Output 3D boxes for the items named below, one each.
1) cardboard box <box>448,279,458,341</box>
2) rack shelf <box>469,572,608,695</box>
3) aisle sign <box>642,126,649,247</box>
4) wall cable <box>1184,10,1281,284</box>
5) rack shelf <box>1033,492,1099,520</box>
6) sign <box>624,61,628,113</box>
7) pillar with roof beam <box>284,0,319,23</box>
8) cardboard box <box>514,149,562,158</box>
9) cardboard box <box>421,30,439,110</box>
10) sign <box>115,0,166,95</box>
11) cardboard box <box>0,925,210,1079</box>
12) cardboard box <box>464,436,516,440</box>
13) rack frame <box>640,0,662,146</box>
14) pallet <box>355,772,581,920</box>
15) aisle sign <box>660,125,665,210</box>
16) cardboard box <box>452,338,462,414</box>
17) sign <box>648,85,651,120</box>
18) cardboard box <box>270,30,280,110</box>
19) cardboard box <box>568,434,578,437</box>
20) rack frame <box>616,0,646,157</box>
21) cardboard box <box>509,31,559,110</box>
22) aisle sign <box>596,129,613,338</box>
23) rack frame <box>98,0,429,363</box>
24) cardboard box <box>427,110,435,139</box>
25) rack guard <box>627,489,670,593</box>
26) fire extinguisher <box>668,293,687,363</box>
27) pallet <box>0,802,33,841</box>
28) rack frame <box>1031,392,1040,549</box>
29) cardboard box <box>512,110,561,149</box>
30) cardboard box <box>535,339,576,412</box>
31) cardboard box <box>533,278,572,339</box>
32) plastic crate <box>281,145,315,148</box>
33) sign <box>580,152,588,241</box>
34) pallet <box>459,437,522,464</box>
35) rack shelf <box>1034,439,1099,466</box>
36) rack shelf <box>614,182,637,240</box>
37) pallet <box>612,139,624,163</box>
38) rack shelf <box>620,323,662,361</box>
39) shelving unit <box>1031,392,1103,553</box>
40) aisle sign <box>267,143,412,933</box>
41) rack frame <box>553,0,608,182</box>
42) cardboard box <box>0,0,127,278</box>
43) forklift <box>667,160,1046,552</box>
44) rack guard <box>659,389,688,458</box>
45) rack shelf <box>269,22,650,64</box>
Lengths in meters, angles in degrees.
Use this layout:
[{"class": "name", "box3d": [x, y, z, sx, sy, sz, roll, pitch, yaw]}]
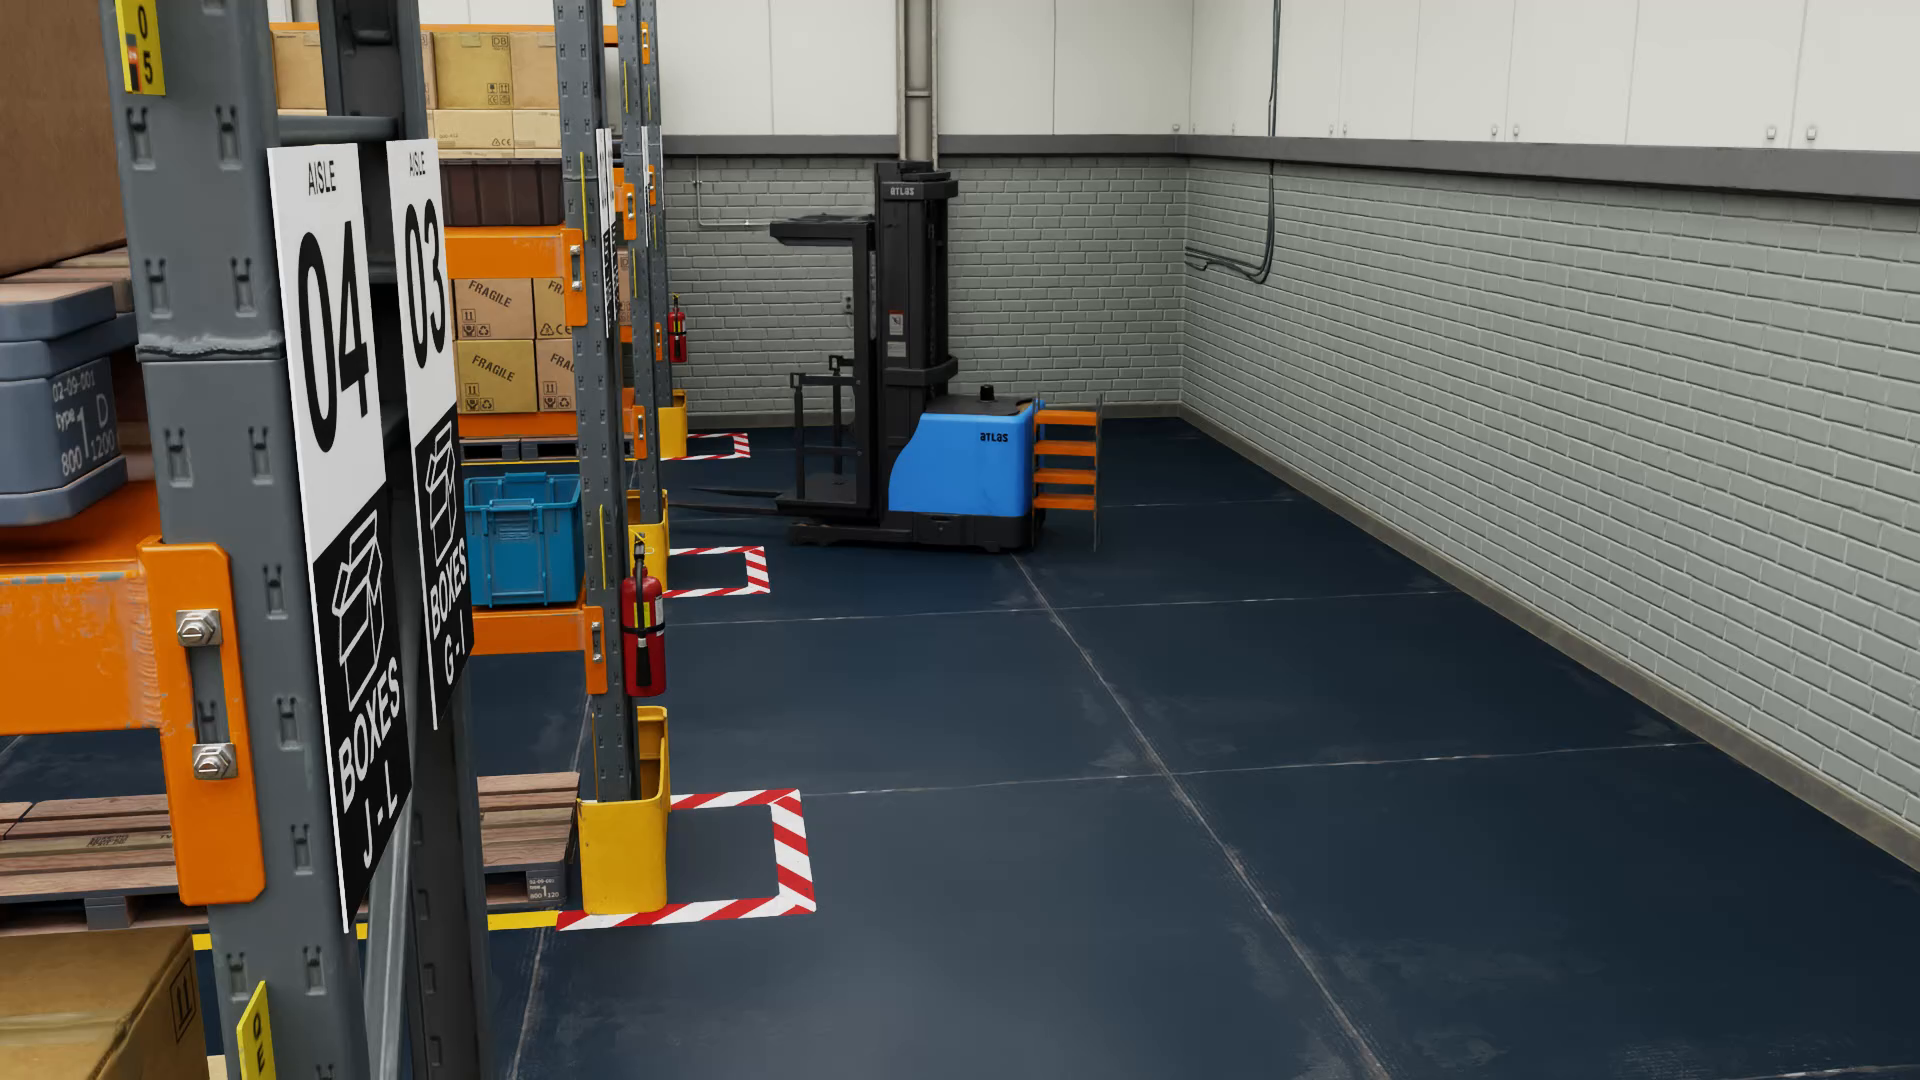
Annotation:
[{"class": "cardboard box", "box3d": [-3.660, -1.628, 11.288, 0.500, 0.500, 0.500, -2, 14, -7]}, {"class": "rack shelf", "box3d": [-3.493, 0.397, 6.950, 4.000, 0.370, 1.077, -2, 14, -8]}, {"class": "aisle sign", "box3d": [-2.137, -2.405, 11.303, 0.004, 0.787, 0.394, -2, 14, -8]}, {"class": "wall cable", "box3d": [2.654, -3.930, 16.776, 0.112, 2.526, 3.097, -2, 14, -8]}, {"class": "rack shelf", "box3d": [0.825, -0.268, 12.918, 0.480, 0.148, 0.258, 3, 14, 11]}, {"class": "sign", "box3d": [-2.187, -2.966, 10.895, 0.005, 0.325, 0.100, -2, 14, -8]}, {"class": "pillar with roof beam", "box3d": [-5.742, -4.370, 12.148, 0.400, 9.000, 9.100, -2, 14, -8]}, {"class": "cardboard box", "box3d": [-2.719, -2.516, 11.229, 0.500, 0.250, 0.500, -2, 14, -8]}, {"class": "cardboard box", "box3d": [-3.741, -3.140, 11.148, 0.500, 0.500, 0.700, -2, 14, -8]}, {"class": "sign", "box3d": [-0.711, -0.548, 1.416, 0.005, 0.325, 0.100, -2, 14, -8]}, {"class": "cardboard box", "box3d": [-1.220, 0.813, 1.969, 0.500, 0.500, 0.500, -2, 14, -8]}, {"class": "cardboard box", "box3d": [-4.661, -1.312, 16.564, 0.500, 0.500, 0.700, -3, 14, -10]}, {"class": "rack frame", "box3d": [-2.992, -5.317, 15.924, 0.127, 3.000, 1.000, -2, 14, -8]}, {"class": "pallet", "box3d": [-2.337, 1.349, 7.409, 1.213, 0.211, 1.003, -2, 14, -8]}, {"class": "aisle sign", "box3d": [-2.876, -3.599, 16.060, 0.004, 0.787, 0.394, -2, 14, -8]}, {"class": "cardboard box", "box3d": [-3.659, -1.146, 11.420, 0.500, 0.500, 0.500, -2, 14, -8]}, {"class": "sign", "box3d": [-2.925, -4.122, 15.668, 0.005, 0.325, 0.100, -2, 14, -8]}, {"class": "cardboard box", "box3d": [-4.721, -3.090, 10.948, 0.500, 0.500, 0.700, -2, 14, -8]}, {"class": "cardboard box", "box3d": [-3.669, -1.349, 16.710, 0.500, 0.500, 0.700, -2, 14, -8]}, {"class": "rack frame", "box3d": [-2.250, -4.126, 11.173, 0.127, 3.000, 1.000, -2, 14, -8]}, {"class": "cardboard box", "box3d": [-2.755, -3.182, 11.314, 0.500, 0.500, 0.700, -2, 14, -8]}, {"class": "aisle sign", "box3d": [-1.401, -1.217, 6.565, 0.004, 0.787, 0.394, -2, 14, -8]}, {"class": "rack frame", "box3d": [-0.778, -1.743, 1.671, 0.127, 3.000, 1.000, -2, 14, -8]}, {"class": "cardboard box", "box3d": [-3.709, -2.725, 11.036, 0.500, 0.250, 0.500, -2, 14, -8]}, {"class": "rack guard", "box3d": [-2.325, -0.001, 12.196, 0.348, 0.500, 1.175, -2, 14, -8]}, {"class": "fire extinguisher", "box3d": [-2.774, -2.083, 16.288, 0.183, 0.674, 0.296, -2, 14, -8]}, {"class": "pallet", "box3d": [-4.750, 1.437, 7.056, 1.213, 0.211, 1.003, -2, 14, -8]}, {"class": "rack frame", "box3d": [0.586, -0.538, 12.901, 0.015, 1.200, 0.240, 3, 14, 11]}, {"class": "cardboard box", "box3d": [-2.720, -2.760, 11.177, 0.500, 0.250, 0.500, -2, 14, -8]}, {"class": "cardboard box", "box3d": [-2.652, -1.183, 11.565, 0.500, 0.500, 0.500, -2, 14, -7]}, {"class": "cardboard box", "box3d": [-2.649, -1.667, 11.441, 0.500, 0.500, 0.500, -2, 14, -9]}, {"class": "plastic crate", "box3d": [-3.067, -1.460, 6.837, 0.767, 0.338, 0.504, -2, 14, -8]}, {"class": "sign", "box3d": [-1.418, -1.297, 6.274, 0.005, 0.325, 0.100, -2, 14, -8]}, {"class": "pallet", "box3d": [-4.974, -0.963, 16.629, 1.213, 0.211, 1.003, -2, 14, -8]}, {"class": "rack shelf", "box3d": [0.825, -0.678, 12.815, 0.480, 0.148, 0.258, 3, 14, 11]}, {"class": "rack shelf", "box3d": [-4.228, -2.249, 11.337, 4.000, 0.370, 1.077, -2, 14, -8]}, {"class": "pallet", "box3d": [-3.724, -3.790, 16.182, 1.213, 0.211, 1.003, -2, 14, -8]}, {"class": "rack shelf", "box3d": [-4.969, -1.986, 16.452, 4.000, 0.370, 1.077, -2, 14, -8]}, {"class": "shelving unit", "box3d": [0.825, -0.526, 12.853, 0.503, 1.200, 0.258, 3, 14, 11]}, {"class": "aisle sign", "box3d": [-0.662, -0.024, 1.807, 0.004, 0.787, 0.394, -2, 14, -8]}, {"class": "rack frame", "box3d": [-1.516, -2.934, 6.422, 0.127, 3.000, 1.000, -2, 14, -8]}, {"class": "cardboard box", "box3d": [-1.284, -0.557, 1.834, 0.500, 0.500, 0.700, -3, 14, -12]}, {"class": "forklift", "box3d": [-0.875, -1.495, 13.158, 3.031, 2.935, 1.130, 3, 14, 13]}, {"class": "rack guard", "box3d": [-2.968, -1.196, 16.961, 0.348, 0.500, 1.175, -2, 14, -8]}, {"class": "rack shelf", "box3d": [-4.969, -4.702, 15.771, 4.000, 0.370, 1.077, -2, 14, -8]}]
